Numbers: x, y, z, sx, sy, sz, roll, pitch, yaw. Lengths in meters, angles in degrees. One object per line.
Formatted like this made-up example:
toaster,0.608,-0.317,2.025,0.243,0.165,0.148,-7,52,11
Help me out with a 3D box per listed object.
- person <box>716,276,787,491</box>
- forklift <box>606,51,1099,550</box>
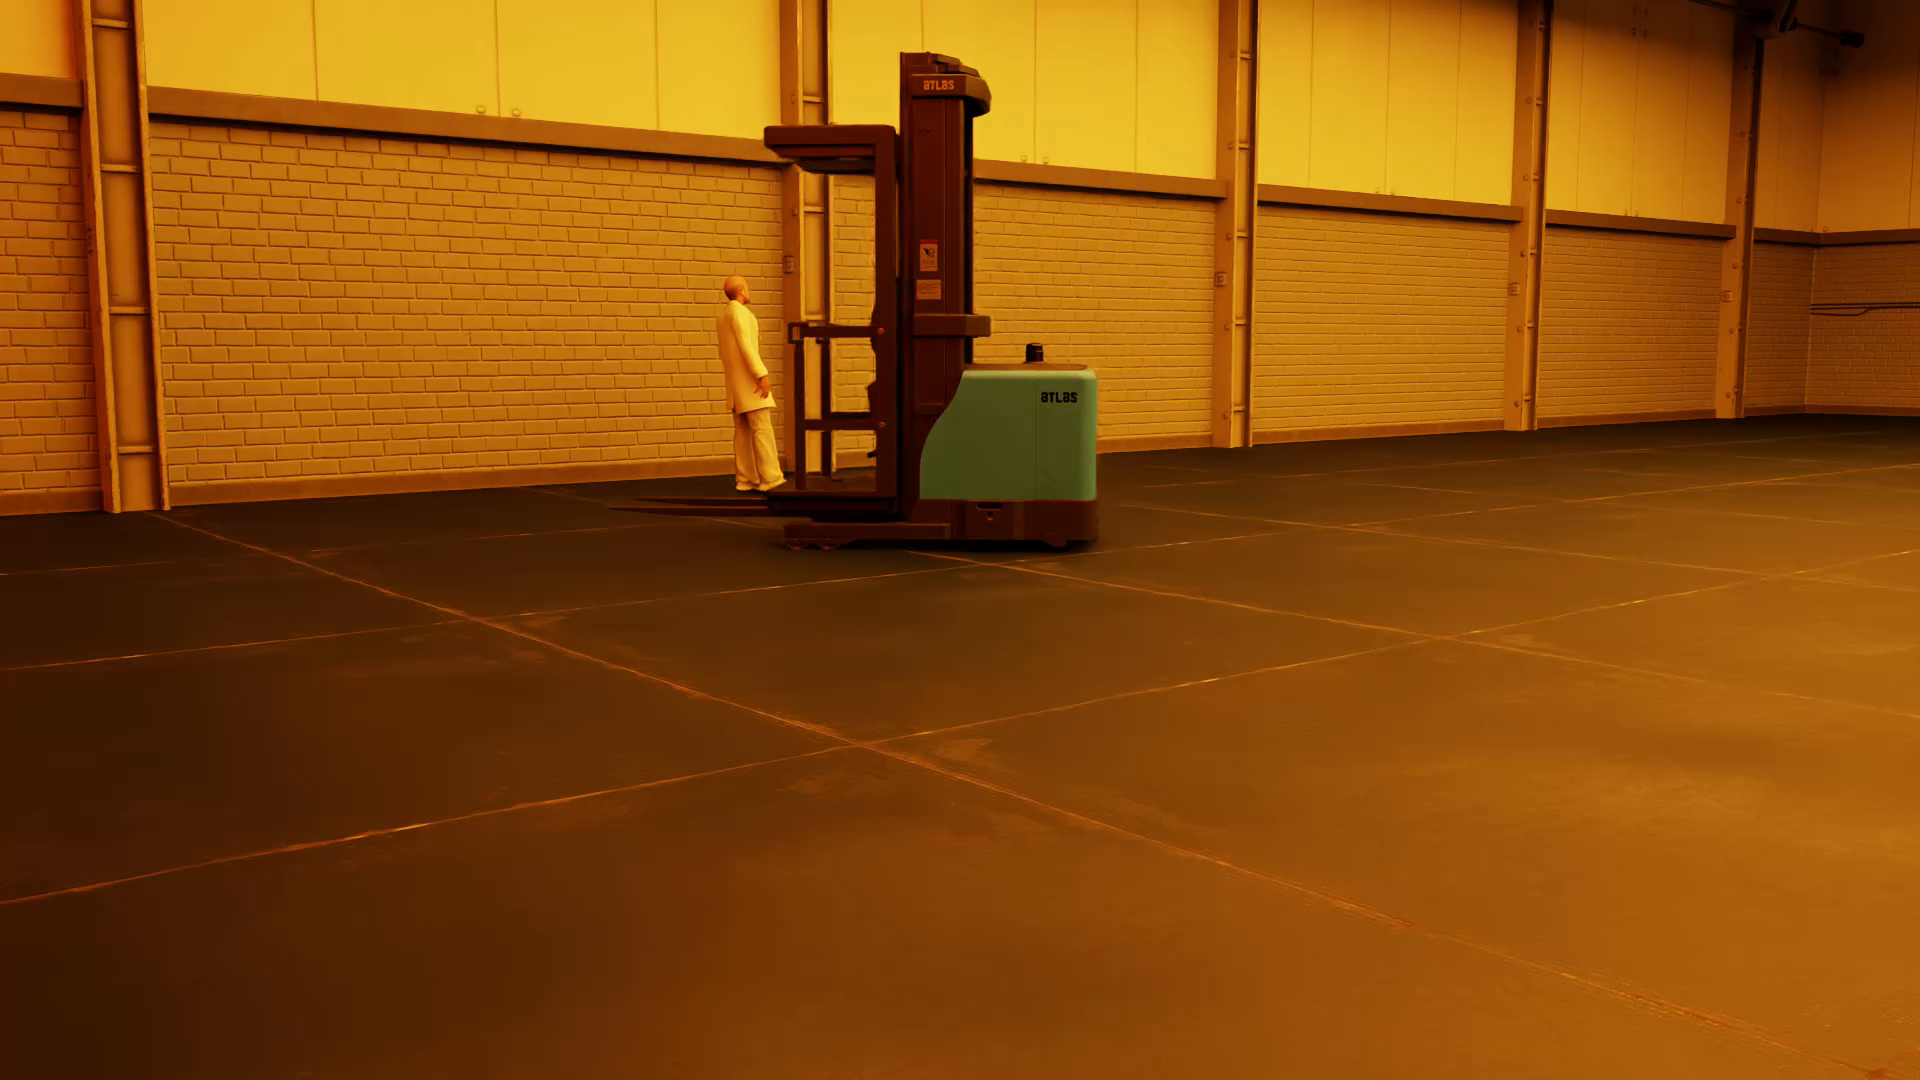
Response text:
person,-1.690,-1.301,13.843,0.582,1.778,0.698,-4,8,-28
forklift,-0.654,-1.456,10.330,3.031,2.935,1.130,1,7,4
